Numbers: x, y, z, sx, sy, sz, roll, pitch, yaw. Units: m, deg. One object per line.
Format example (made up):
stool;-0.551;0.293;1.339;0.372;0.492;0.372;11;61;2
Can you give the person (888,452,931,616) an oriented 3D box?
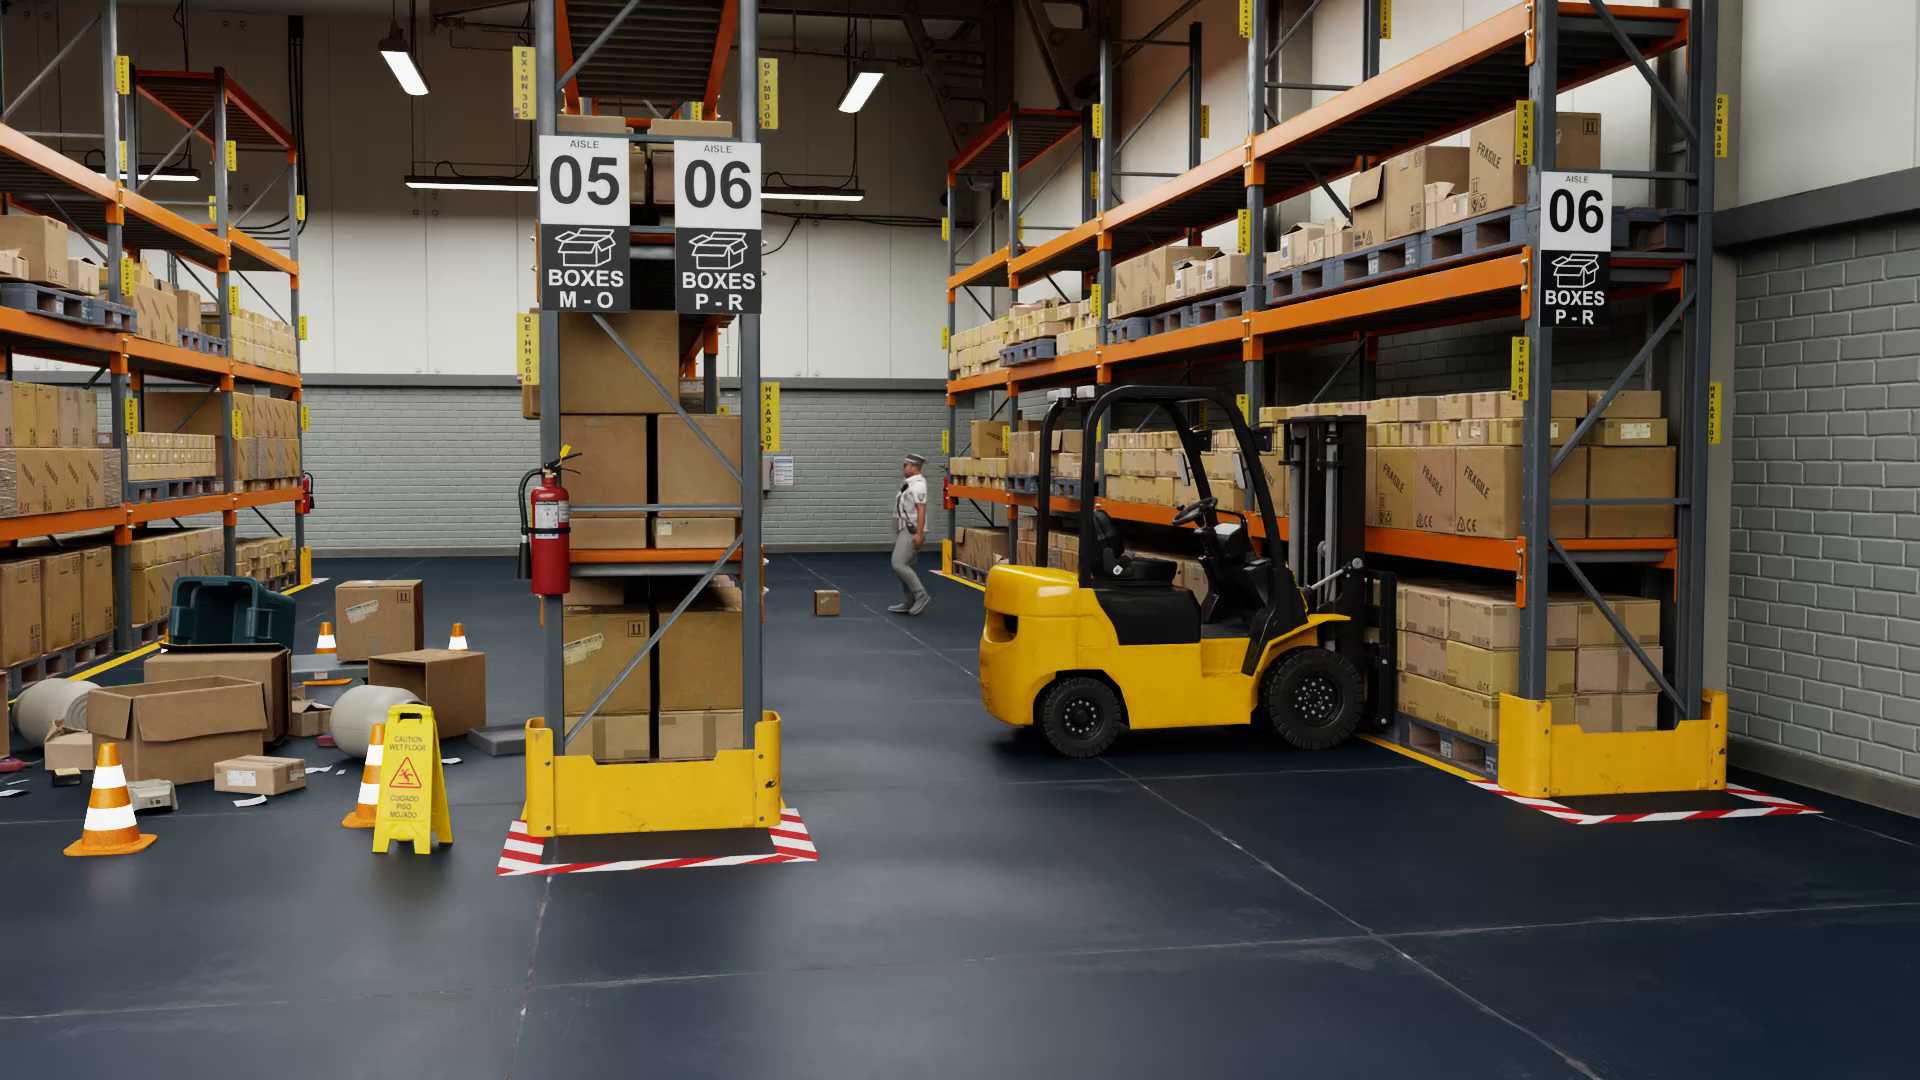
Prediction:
person;-0.564;-0.079;18.282;0.449;1.781;0.571;0;3;-9
